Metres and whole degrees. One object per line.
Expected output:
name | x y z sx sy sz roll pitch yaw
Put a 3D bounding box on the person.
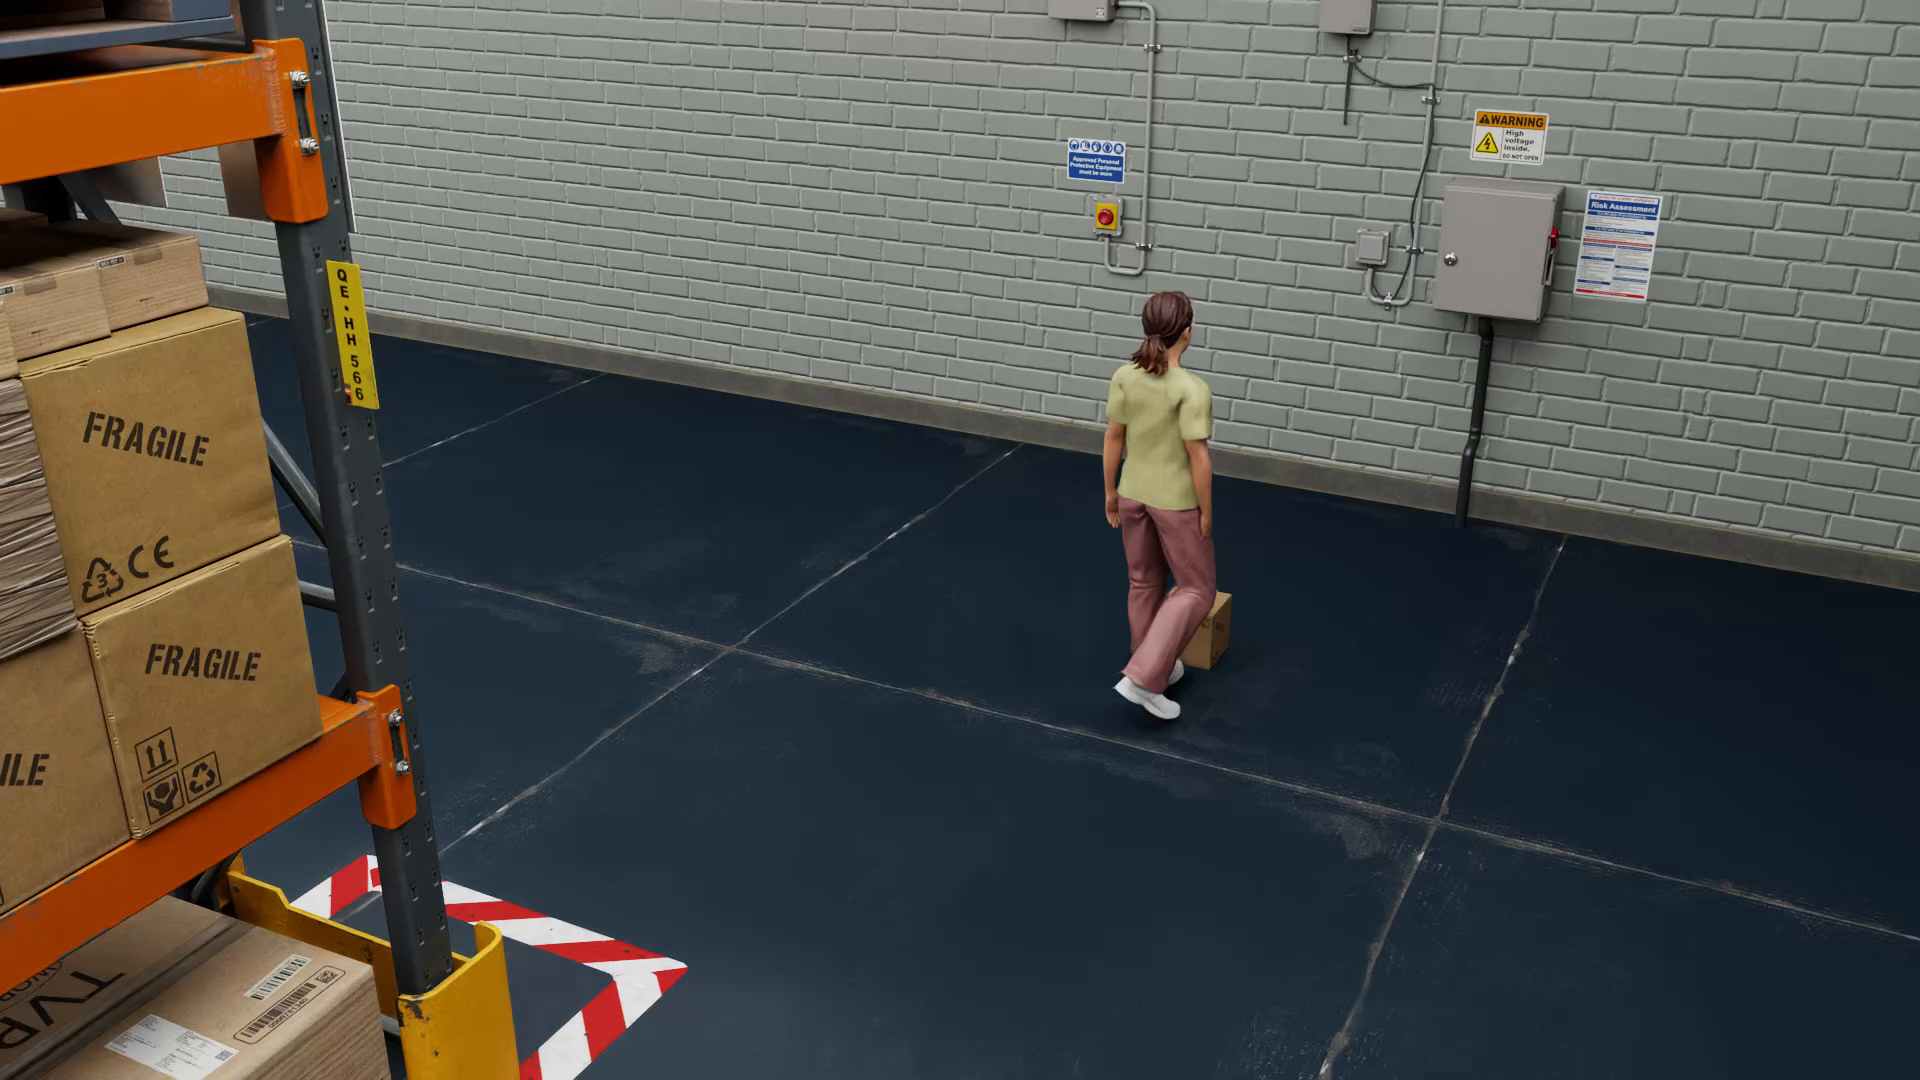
person | 0.753 -0.125 6.361 0.455 1.672 0.584 18 29 36
